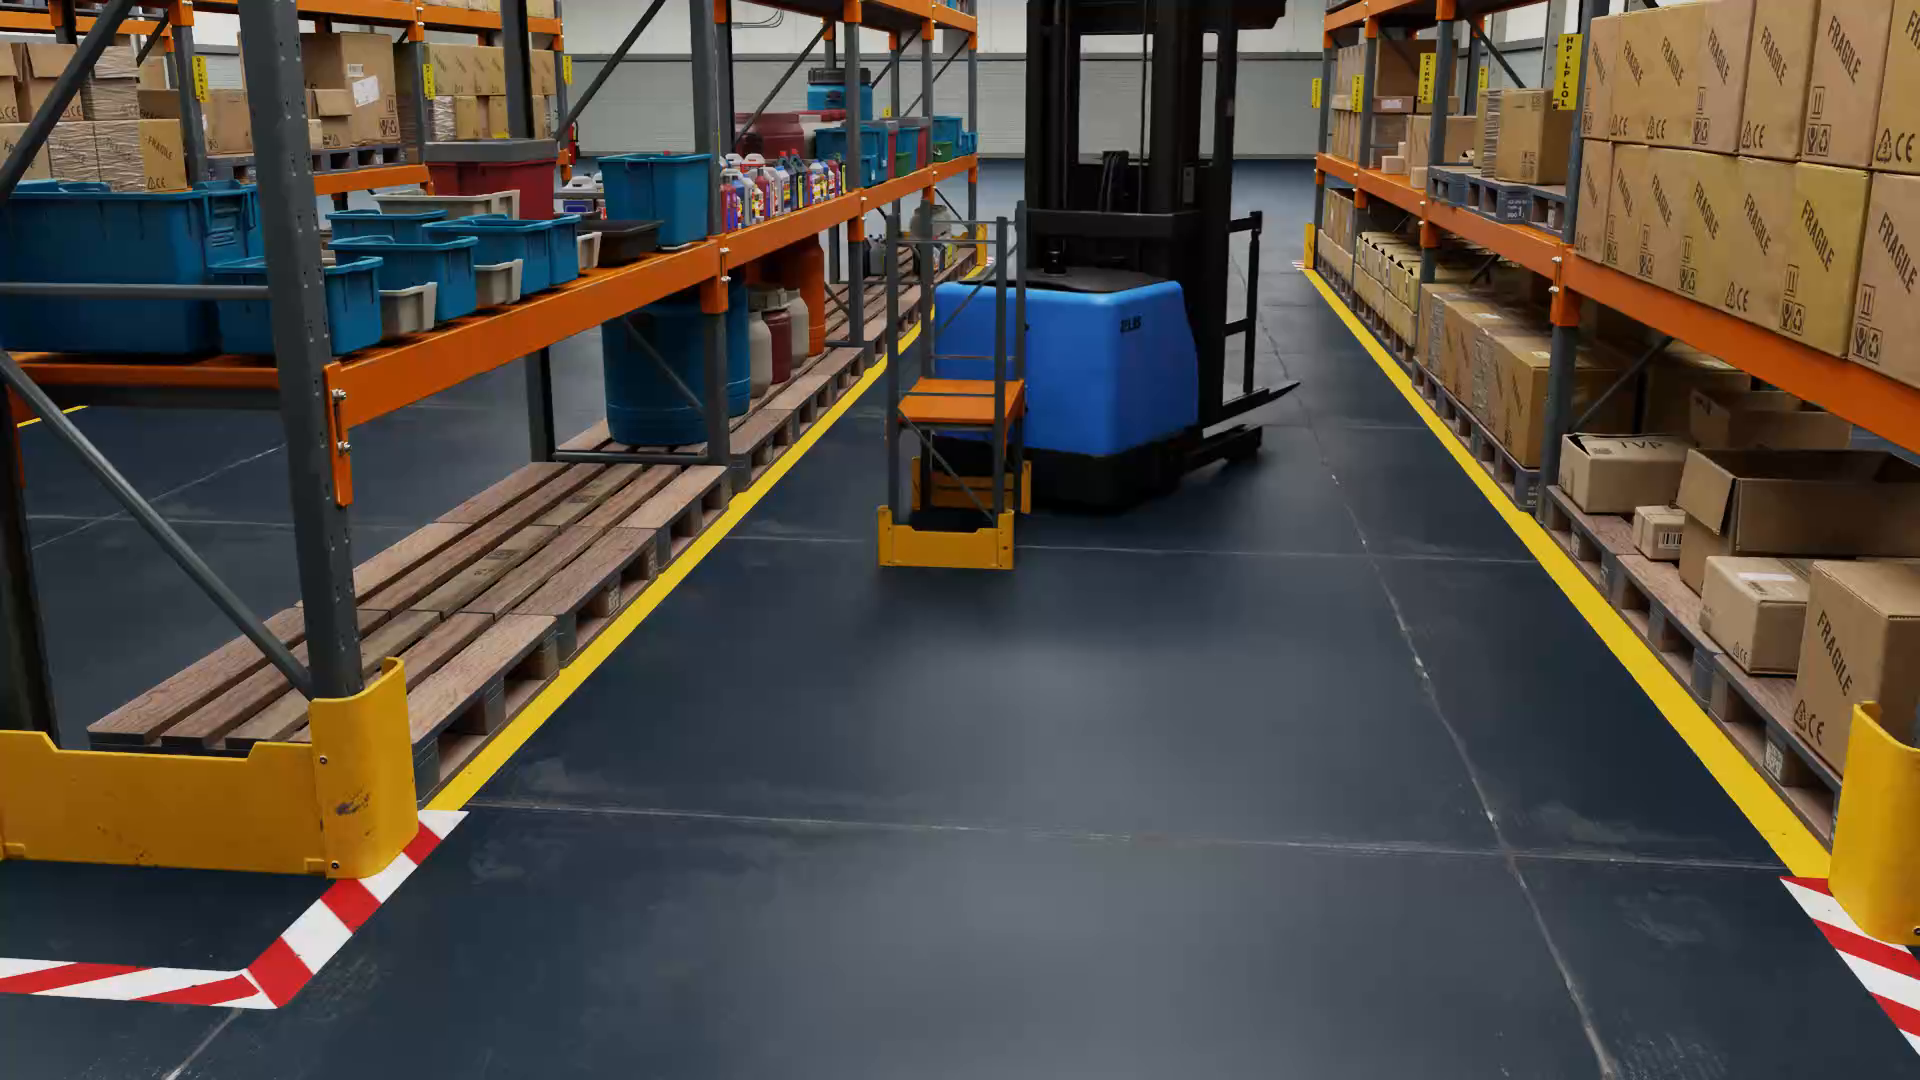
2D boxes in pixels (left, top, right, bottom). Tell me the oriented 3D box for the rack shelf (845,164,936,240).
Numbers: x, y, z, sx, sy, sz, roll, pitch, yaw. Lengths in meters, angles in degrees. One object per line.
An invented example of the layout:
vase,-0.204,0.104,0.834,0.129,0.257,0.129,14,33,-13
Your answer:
rack shelf,-0.984,-2.869,13.903,1.077,0.370,4.000,2,15,6

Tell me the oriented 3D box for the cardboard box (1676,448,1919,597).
cardboard box,3.053,-0.033,5.977,0.797,0.503,0.637,2,15,6

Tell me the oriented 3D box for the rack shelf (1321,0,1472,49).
rack shelf,4.389,-5.207,16.805,1.077,0.370,4.000,2,15,6

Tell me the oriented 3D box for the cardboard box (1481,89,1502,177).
cardboard box,3.460,-2.403,9.807,0.700,0.500,0.500,5,16,17

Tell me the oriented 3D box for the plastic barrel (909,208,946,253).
plastic barrel,-0.362,-3.471,18.714,0.421,0.512,0.421,0,15,0

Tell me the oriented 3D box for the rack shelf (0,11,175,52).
rack shelf,-10.371,-5.672,18.525,1.077,0.370,4.000,2,15,6

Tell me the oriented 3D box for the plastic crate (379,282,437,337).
plastic crate,-1.639,-0.659,4.744,0.250,0.136,0.298,2,15,6

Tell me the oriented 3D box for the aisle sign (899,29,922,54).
aisle sign,-0.590,-6.054,19.326,0.394,0.787,0.004,2,15,6

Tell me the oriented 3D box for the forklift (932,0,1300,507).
forklift,1.064,-1.912,9.118,1.130,2.935,3.031,9,18,31

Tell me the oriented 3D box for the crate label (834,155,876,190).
crate label,-0.790,-2.715,12.276,0.303,0.233,0.416,2,15,6

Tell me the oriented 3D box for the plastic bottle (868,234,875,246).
plastic bottle,-0.914,-2.977,17.159,0.144,0.351,0.185,2,15,6

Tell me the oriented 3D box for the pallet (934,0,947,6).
pallet,-0.774,-5.282,16.063,1.213,0.211,1.003,2,15,6

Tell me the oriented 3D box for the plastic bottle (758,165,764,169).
plastic bottle,-1.181,-2.091,9.895,0.097,0.271,0.097,0,15,0

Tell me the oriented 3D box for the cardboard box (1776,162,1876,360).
cardboard box,2.644,-0.783,4.618,0.500,0.500,0.500,2,15,7

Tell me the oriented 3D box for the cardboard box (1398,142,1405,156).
cardboard box,4.151,-3.386,14.727,0.500,0.250,0.500,3,15,10

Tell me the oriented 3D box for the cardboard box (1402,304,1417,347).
cardboard box,3.529,-1.569,12.183,0.500,0.250,0.500,2,15,8

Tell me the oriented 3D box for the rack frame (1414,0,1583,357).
rack frame,3.712,-2.550,11.348,1.000,3.000,0.127,2,15,6

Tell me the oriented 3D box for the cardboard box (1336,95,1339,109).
cardboard box,4.300,-4.758,18.078,0.380,0.149,0.250,2,15,6

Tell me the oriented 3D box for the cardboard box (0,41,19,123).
cardboard box,-6.375,-2.843,10.318,0.797,0.503,0.637,2,15,8

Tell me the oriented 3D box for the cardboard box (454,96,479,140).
cardboard box,-5.476,-4.316,17.116,0.875,0.500,0.500,2,15,6

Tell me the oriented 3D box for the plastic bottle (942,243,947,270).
plastic bottle,-0.174,-2.924,17.088,0.061,0.283,0.133,2,15,9

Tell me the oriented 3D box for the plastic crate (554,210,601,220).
plastic crate,-1.855,-1.445,7.650,0.396,0.136,0.243,2,15,6

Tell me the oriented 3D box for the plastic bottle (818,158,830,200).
plastic bottle,-0.911,-2.378,10.956,0.097,0.271,0.097,0,15,0

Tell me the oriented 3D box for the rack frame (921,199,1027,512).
rack frame,0.061,-0.876,8.022,0.500,1.500,0.032,2,15,6

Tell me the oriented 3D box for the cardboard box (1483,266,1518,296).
cardboard box,4.063,-1.824,12.049,0.500,0.311,0.500,2,15,8

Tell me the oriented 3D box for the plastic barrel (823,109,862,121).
plastic barrel,-1.084,-3.559,14.816,0.433,0.535,0.433,0,15,0

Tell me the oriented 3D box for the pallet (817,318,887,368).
pallet,-1.084,-1.551,12.994,1.003,0.211,1.213,2,15,6

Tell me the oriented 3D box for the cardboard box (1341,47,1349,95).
cardboard box,4.489,-5.029,17.836,0.700,0.500,0.500,1,15,5

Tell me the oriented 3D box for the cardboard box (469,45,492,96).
cardboard box,-5.264,-4.924,17.448,0.500,0.500,0.500,2,15,6

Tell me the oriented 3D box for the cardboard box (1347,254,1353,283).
cardboard box,3.998,-2.590,15.957,0.500,0.250,0.500,2,15,6

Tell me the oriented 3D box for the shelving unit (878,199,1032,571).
shelving unit,0.000,-0.742,7.526,0.587,1.500,1.083,2,15,6

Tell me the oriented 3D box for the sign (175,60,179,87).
sign,-9.608,-5.744,20.486,0.100,0.325,0.005,2,15,6

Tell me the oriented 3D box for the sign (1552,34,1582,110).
sign,2.708,-2.087,7.417,0.100,0.325,0.005,2,15,6

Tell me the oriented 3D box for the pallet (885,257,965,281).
pallet,-0.506,-2.879,17.904,1.003,0.211,1.213,2,15,6

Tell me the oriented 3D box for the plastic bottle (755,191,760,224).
plastic bottle,-1.138,-1.822,9.035,0.097,0.201,0.097,0,15,0

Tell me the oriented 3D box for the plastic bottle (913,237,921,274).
plastic bottle,-0.398,-2.870,16.760,0.144,0.351,0.185,2,15,6

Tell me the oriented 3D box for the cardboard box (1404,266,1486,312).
cardboard box,3.526,-1.840,12.108,0.500,0.311,0.500,2,15,8

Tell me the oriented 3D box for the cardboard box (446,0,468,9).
cardboard box,-5.320,-5.503,16.807,0.500,0.250,0.500,2,15,6

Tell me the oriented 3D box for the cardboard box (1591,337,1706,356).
cardboard box,3.606,-0.776,8.730,0.500,0.500,0.500,2,15,7

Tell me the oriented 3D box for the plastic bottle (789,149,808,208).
plastic bottle,-1.020,-2.220,10.218,0.144,0.351,0.185,2,15,6

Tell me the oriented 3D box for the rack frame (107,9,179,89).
rack frame,-10.145,-5.090,20.741,1.000,3.000,0.127,2,15,6

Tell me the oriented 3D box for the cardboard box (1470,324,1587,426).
cardboard box,3.152,-0.913,9.238,0.500,0.500,0.500,2,15,7

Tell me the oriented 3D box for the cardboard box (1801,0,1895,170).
cardboard box,2.642,-1.261,4.472,0.500,0.500,0.500,2,15,8

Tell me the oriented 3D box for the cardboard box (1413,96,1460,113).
cardboard box,4.386,-4.013,15.323,0.380,0.149,0.250,2,15,6

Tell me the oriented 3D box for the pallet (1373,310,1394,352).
pallet,3.984,-1.732,13.664,1.003,0.211,1.213,2,15,6

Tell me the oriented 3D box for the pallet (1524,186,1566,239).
pallet,3.459,-1.624,8.291,1.003,0.211,1.213,2,15,6

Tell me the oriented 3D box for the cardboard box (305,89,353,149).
cardboard box,-5.783,-3.681,14.526,0.797,0.503,0.637,3,15,12

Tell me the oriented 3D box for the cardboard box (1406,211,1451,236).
cardboard box,4.526,-2.936,15.801,0.500,0.500,0.500,2,15,6

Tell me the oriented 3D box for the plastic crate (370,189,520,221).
plastic crate,-2.016,-1.241,6.617,0.437,0.282,0.530,2,15,6

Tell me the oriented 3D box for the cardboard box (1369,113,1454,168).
cardboard box,4.207,-3.751,15.597,0.700,0.500,0.500,1,15,5

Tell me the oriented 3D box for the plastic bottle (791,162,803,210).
plastic bottle,-0.996,-2.145,10.070,0.061,0.283,0.133,2,15,6

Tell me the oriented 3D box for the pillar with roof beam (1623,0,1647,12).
pillar with roof beam,7.394,-10.408,28.915,9.100,9.000,0.400,2,15,6
